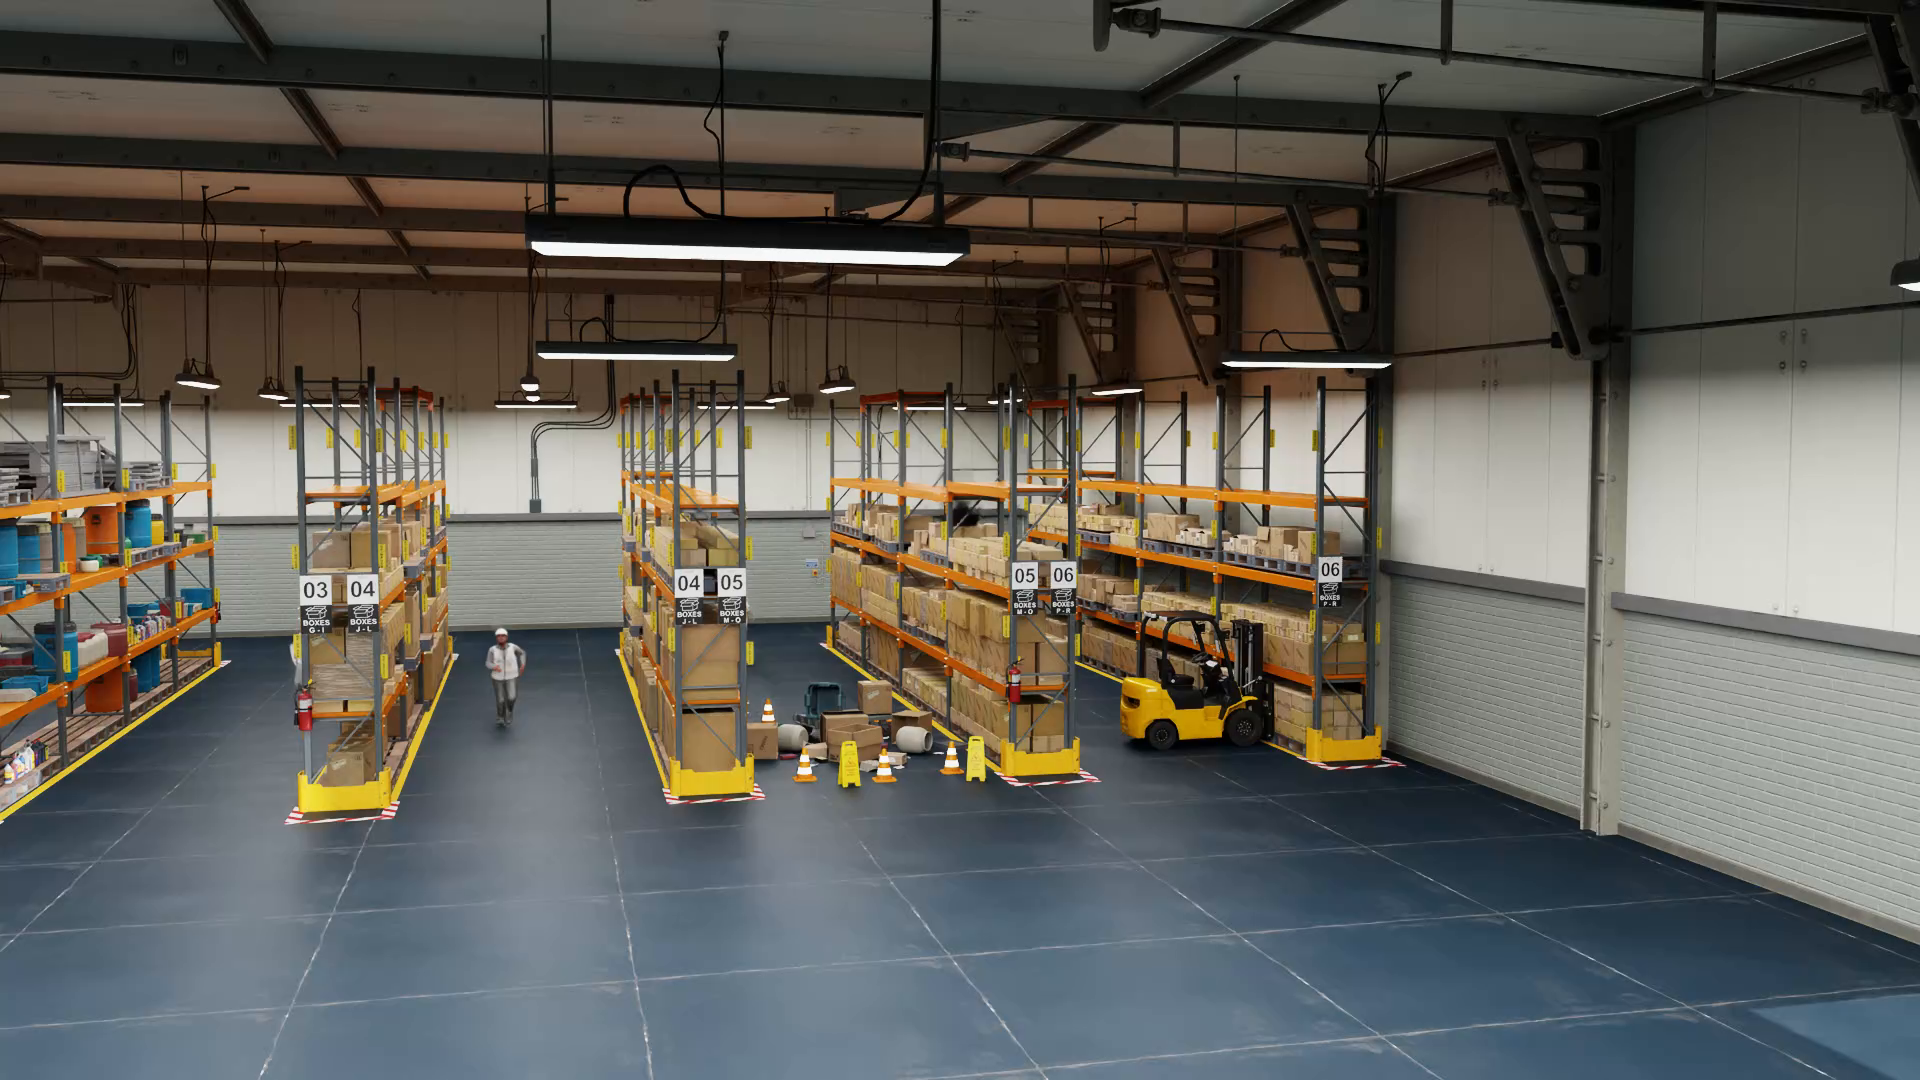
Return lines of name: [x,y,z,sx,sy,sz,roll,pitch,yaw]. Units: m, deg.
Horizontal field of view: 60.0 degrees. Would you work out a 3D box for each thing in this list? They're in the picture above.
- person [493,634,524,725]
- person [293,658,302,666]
person: [-7.863,2.415,28.942,0.567,1.670,0.773,-1,4,-13]
person: [-12.188,1.914,30.879,0.488,0.868,0.454,0,3,-8]
